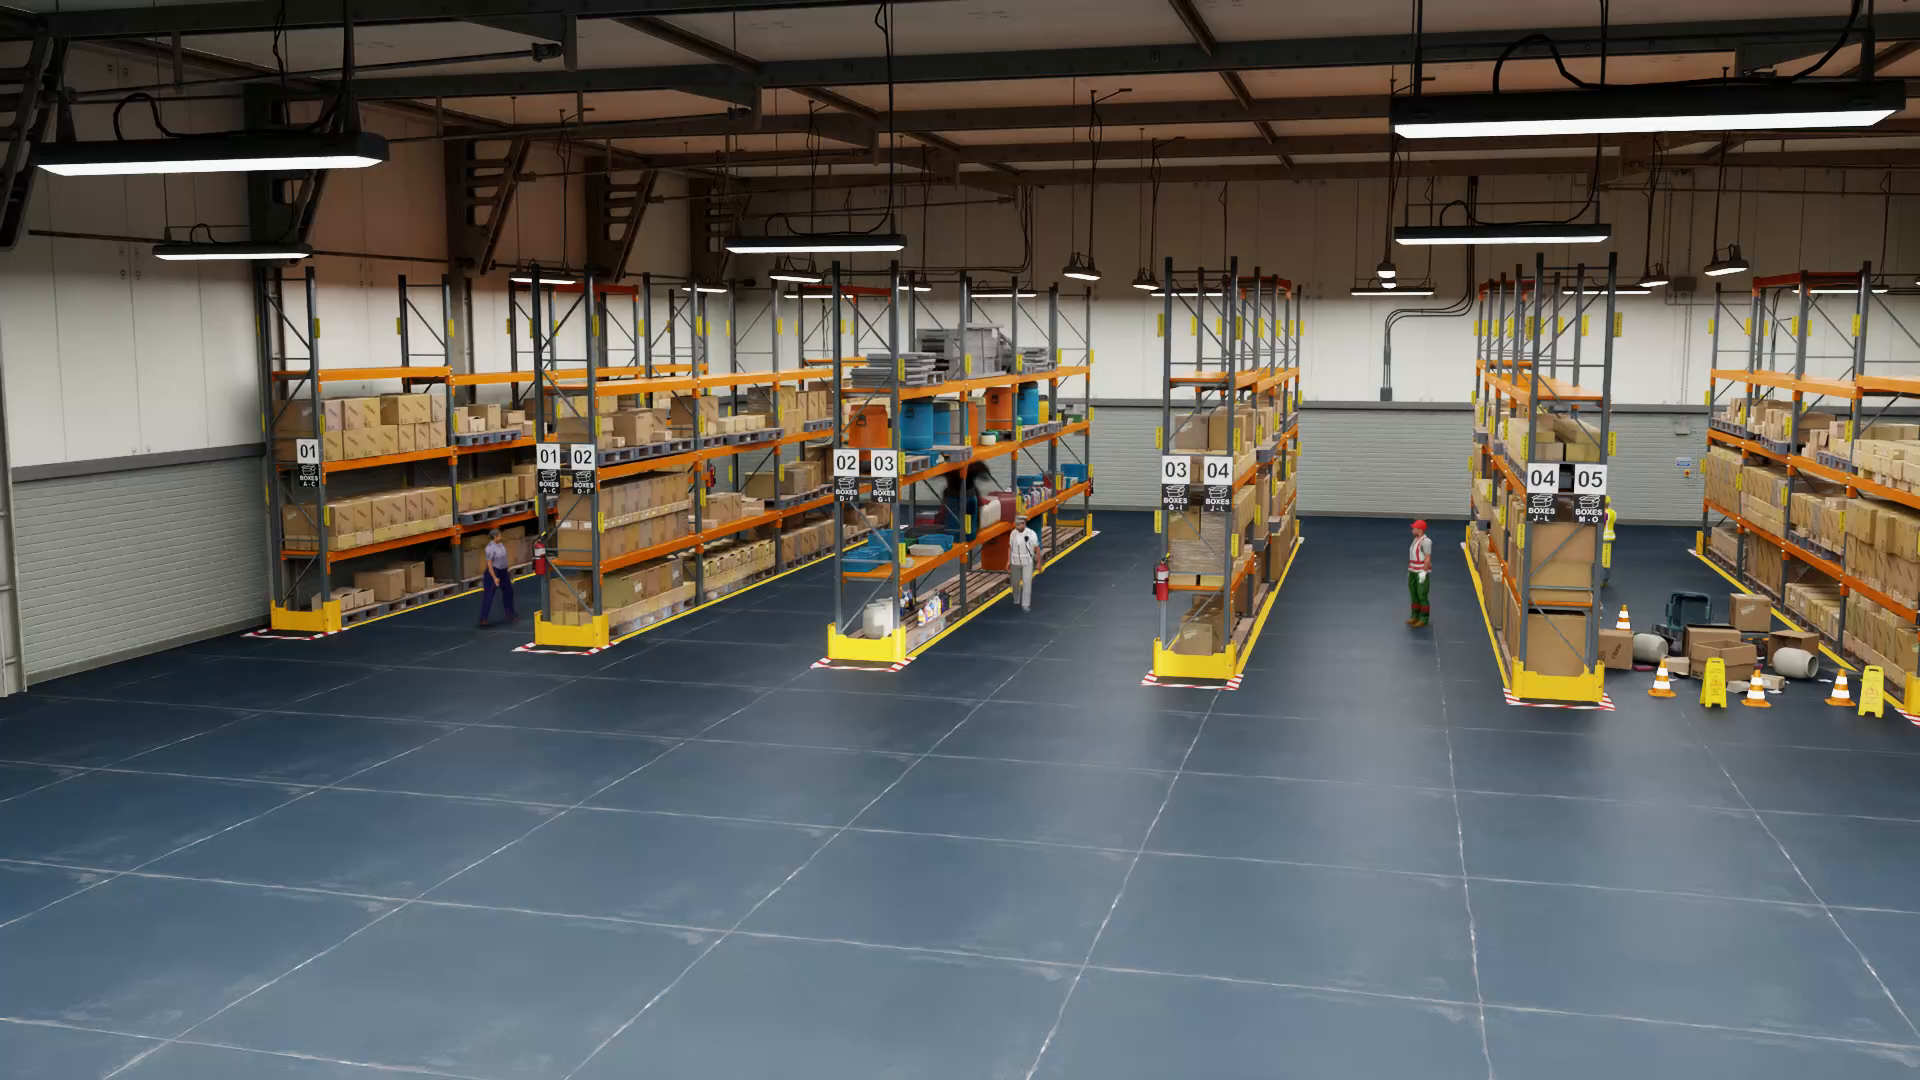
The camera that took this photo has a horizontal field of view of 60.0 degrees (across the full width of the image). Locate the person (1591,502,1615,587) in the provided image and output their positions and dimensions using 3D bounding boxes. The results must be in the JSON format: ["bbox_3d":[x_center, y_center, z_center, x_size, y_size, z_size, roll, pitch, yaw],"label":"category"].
[{"bbox_3d":[12.537,0.036,32.420,0.589,1.741,0.399,-7,10,-44],"label":"person"}]

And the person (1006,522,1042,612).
[{"bbox_3d":[1.139,0.416,29.522,0.640,1.688,1.011,1,7,6],"label":"person"}]

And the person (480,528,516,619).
[{"bbox_3d":[-7.879,0.571,28.312,0.502,1.561,0.618,3,8,24],"label":"person"}]

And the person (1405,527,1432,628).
[{"bbox_3d":[7.761,0.585,28.119,0.364,1.757,0.575,-3,8,-21],"label":"person"}]
